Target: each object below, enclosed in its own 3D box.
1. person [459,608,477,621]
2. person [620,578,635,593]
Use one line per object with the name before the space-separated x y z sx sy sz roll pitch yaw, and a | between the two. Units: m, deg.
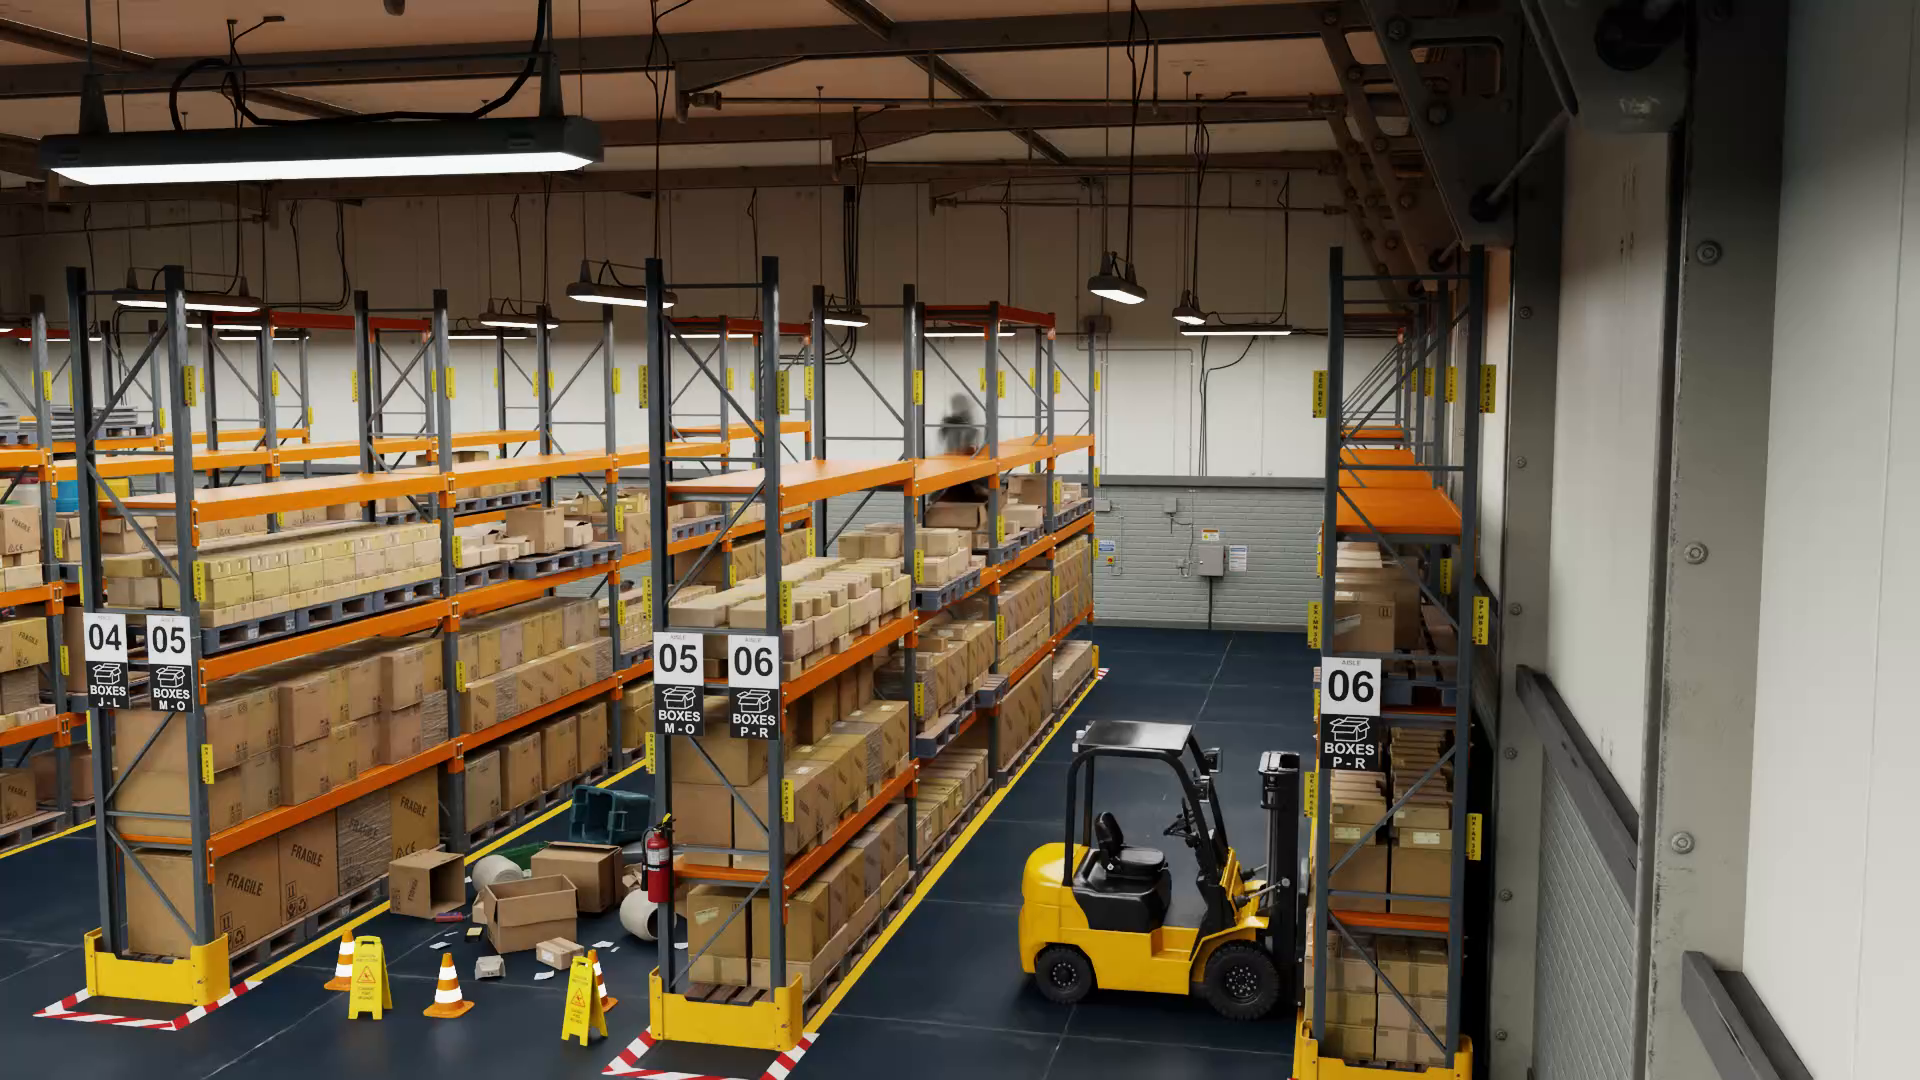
person | -7.314 1.762 24.937 0.635 1.791 0.923 1 6 7
person | -5.465 1.535 27.252 0.641 1.847 0.797 2 6 20
